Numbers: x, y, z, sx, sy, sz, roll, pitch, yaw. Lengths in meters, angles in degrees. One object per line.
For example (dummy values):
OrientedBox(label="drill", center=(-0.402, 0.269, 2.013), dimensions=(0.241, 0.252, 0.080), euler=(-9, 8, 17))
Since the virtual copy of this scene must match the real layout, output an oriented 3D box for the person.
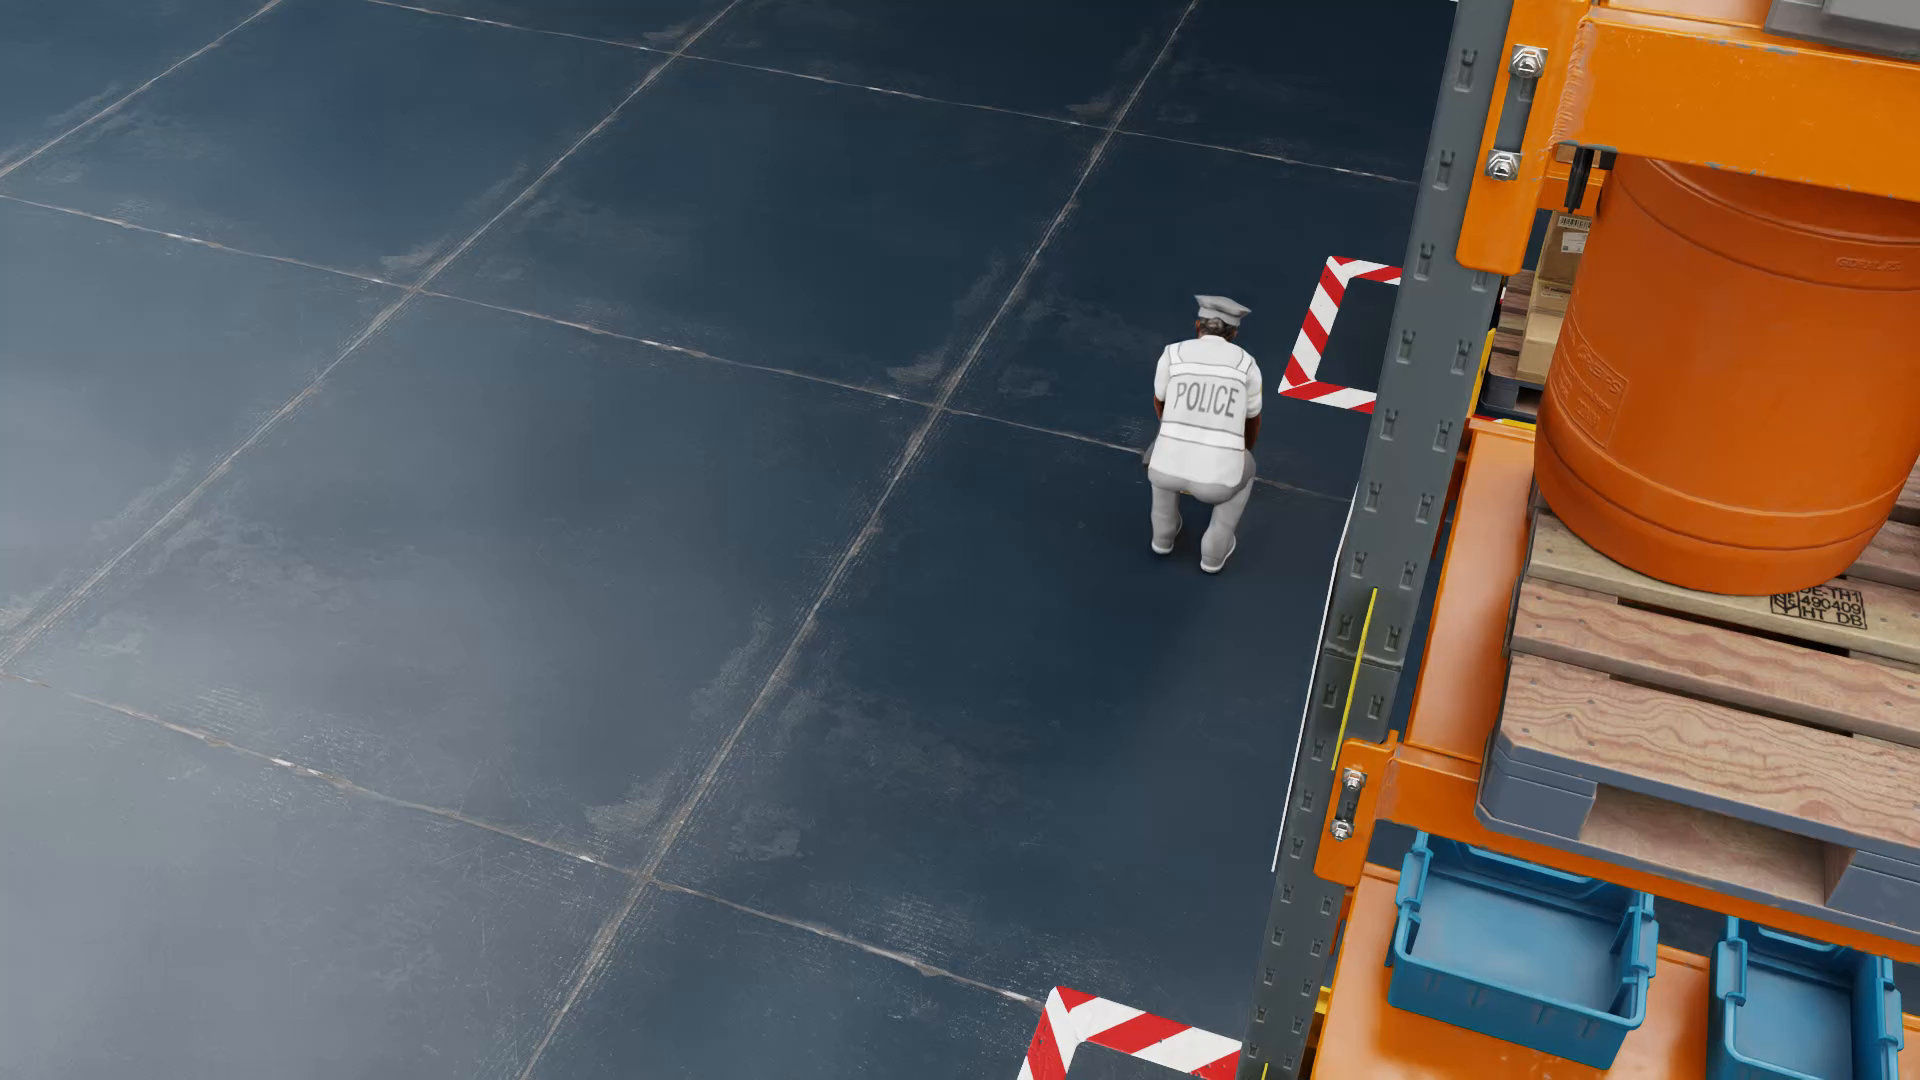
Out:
OrientedBox(label="person", center=(1.025, -0.415, 7.116), dimensions=(0.495, 1.015, 0.834), euler=(14, 44, 15))
